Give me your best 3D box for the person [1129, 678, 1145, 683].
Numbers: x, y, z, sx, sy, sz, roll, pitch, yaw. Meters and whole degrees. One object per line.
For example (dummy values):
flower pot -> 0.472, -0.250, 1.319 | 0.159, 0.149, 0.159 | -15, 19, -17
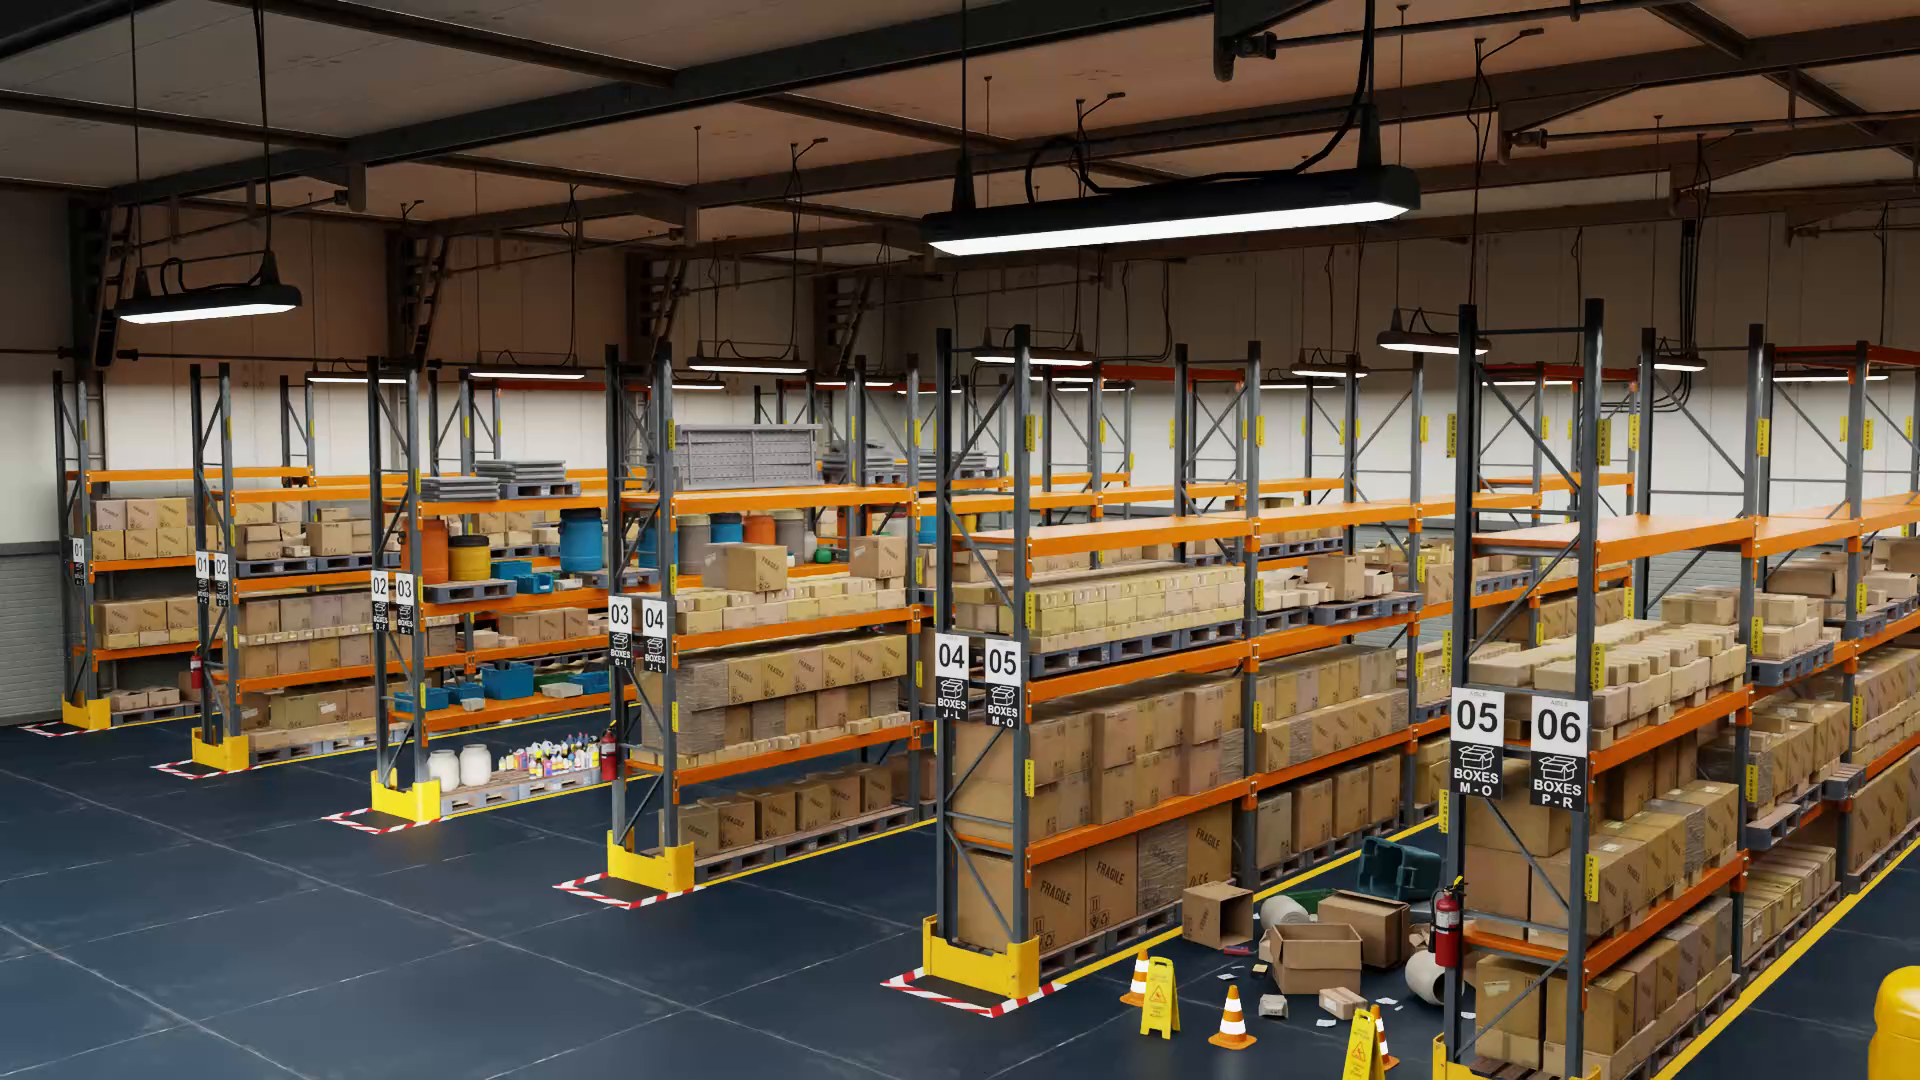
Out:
person -> 2.311, 2.663, 22.237 | 0.394, 1.788, 0.614 | 1, 4, 14
